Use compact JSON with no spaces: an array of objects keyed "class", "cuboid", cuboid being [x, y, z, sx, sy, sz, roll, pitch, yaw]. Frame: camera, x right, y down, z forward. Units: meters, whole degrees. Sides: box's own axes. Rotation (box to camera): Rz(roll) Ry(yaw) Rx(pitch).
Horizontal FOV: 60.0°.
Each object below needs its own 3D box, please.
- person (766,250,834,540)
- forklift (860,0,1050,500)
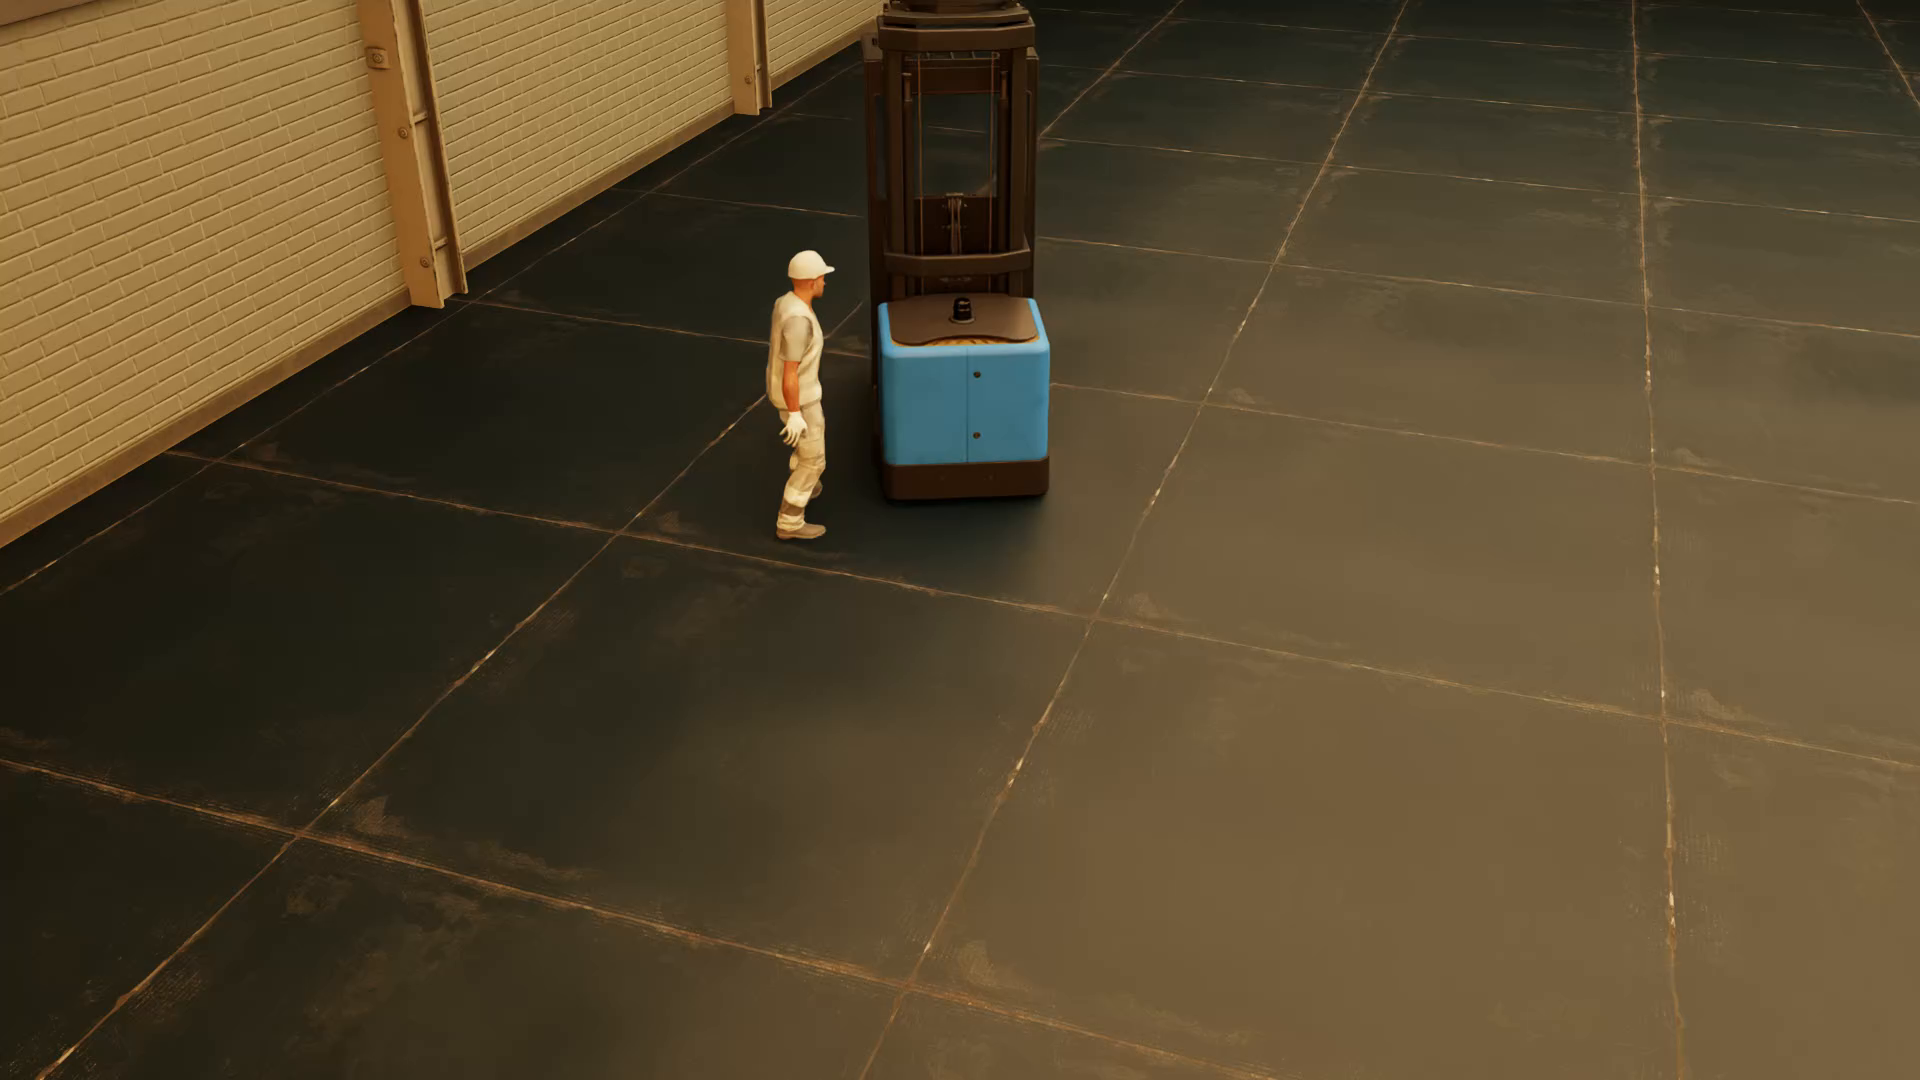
[{"class":"person","cuboid":[-0.928,-0.860,9.850,0.444,1.749,0.873,-7,30,-12]},{"class":"forklift","cuboid":[-0.074,-2.225,11.039,1.130,2.935,3.031,-2,30,-4]}]
